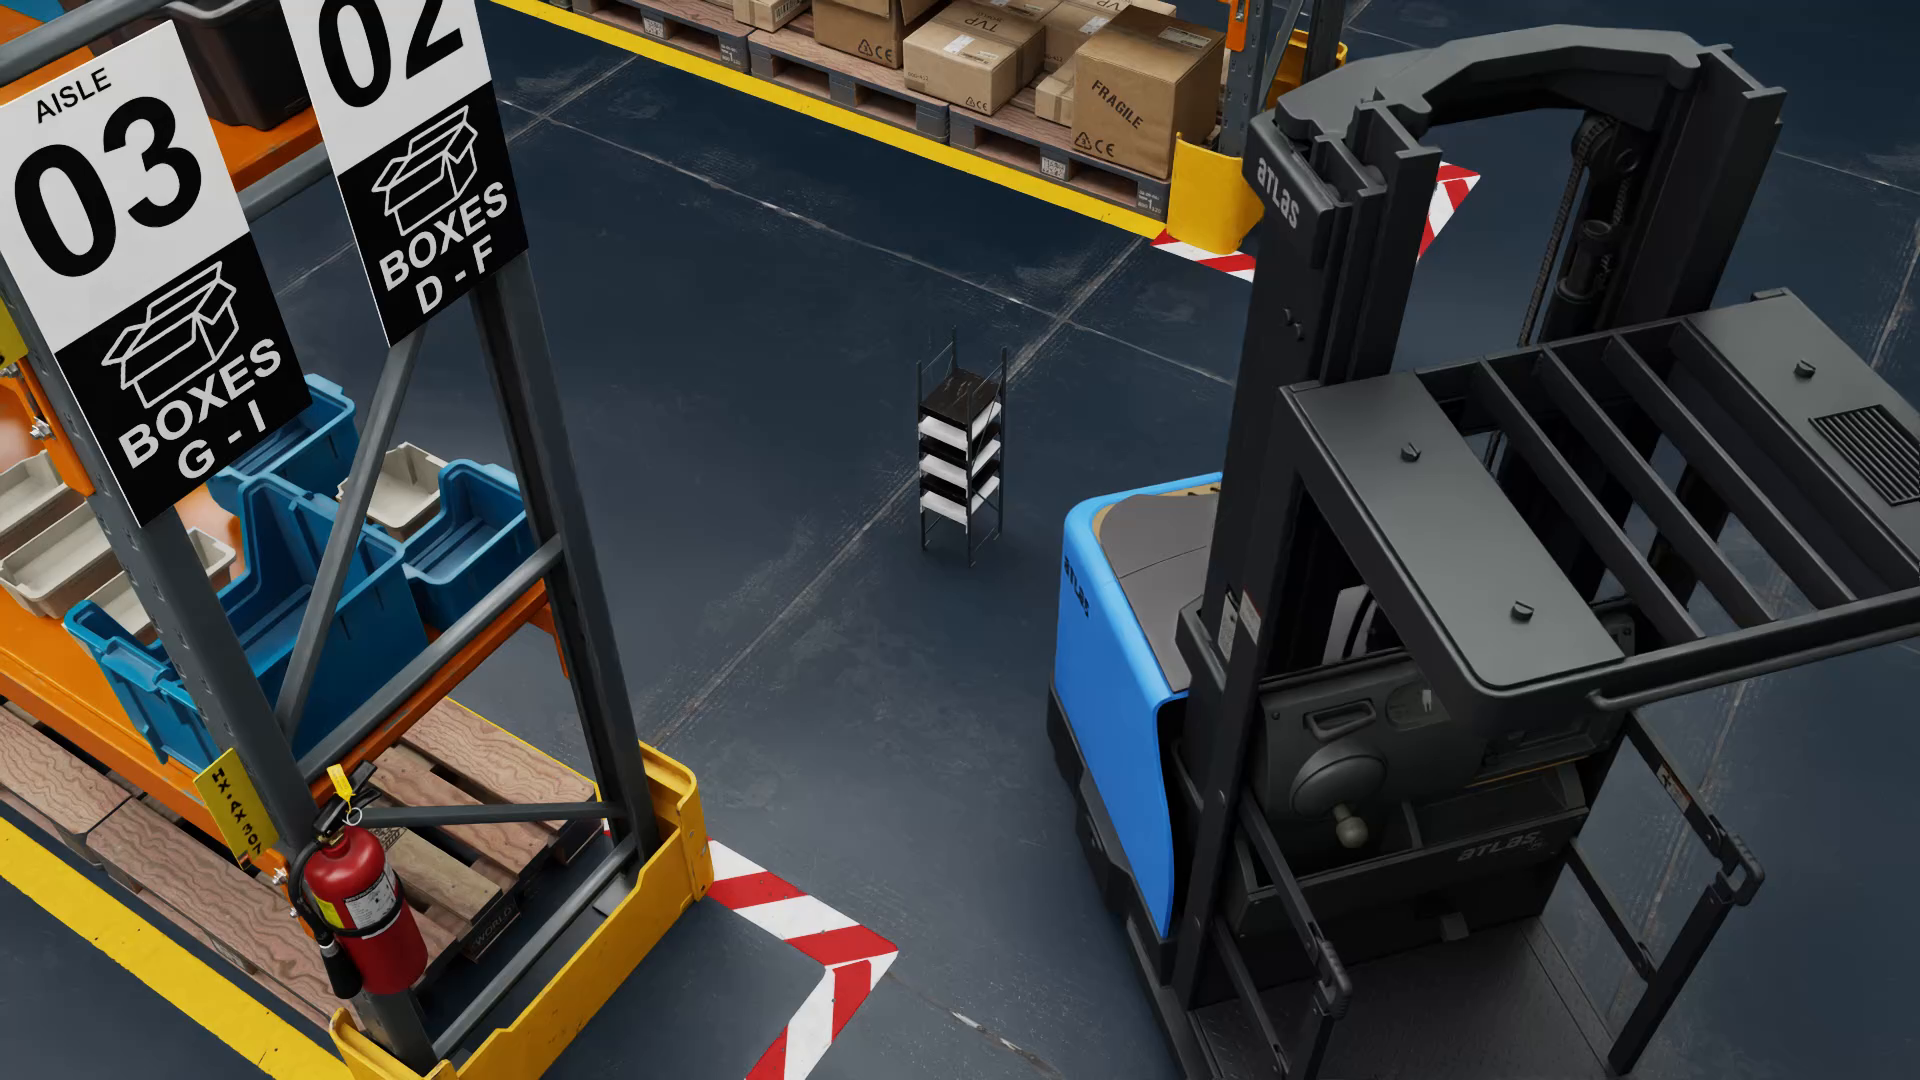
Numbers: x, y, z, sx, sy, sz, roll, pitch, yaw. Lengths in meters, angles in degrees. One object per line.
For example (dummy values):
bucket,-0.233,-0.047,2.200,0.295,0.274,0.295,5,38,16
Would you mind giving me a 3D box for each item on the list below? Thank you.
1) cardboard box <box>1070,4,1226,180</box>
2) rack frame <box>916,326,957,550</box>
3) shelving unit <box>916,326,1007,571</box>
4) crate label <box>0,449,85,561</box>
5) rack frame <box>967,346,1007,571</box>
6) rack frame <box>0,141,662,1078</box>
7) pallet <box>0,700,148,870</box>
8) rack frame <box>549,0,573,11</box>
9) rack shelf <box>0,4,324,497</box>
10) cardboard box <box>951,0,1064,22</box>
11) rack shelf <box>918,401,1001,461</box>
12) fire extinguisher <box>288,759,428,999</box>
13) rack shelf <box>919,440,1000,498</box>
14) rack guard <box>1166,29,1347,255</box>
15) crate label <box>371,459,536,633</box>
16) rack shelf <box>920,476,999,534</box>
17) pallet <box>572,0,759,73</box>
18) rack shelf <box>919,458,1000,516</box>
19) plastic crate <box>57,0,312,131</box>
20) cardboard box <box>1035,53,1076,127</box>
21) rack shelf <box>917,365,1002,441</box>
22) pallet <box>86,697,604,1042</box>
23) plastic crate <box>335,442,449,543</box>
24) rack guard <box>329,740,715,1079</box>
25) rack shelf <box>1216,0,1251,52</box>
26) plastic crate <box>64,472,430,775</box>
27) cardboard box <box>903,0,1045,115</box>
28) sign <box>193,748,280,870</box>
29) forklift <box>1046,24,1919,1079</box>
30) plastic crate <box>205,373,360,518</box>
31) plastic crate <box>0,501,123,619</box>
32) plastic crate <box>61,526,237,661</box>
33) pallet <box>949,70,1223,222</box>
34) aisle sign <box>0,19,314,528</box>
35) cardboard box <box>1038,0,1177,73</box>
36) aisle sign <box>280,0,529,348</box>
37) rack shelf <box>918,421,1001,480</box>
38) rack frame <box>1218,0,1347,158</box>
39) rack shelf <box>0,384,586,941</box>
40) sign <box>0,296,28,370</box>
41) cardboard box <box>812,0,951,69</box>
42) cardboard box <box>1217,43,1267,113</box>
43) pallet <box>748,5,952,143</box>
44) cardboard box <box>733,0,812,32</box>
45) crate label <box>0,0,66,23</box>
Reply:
cardboard box,0.854,-2.046,7.583,0.500,0.500,0.500,25,51,22
rack frame,-0.079,-0.350,5.962,0.006,0.900,0.240,25,51,22
shelving unit,0.007,-0.310,5.924,0.210,0.900,0.258,25,51,22
crate label,-2.501,-0.063,4.361,0.243,0.136,0.396,25,51,22
rack frame,0.092,-0.271,5.886,0.006,0.900,0.240,25,51,22
rack frame,-1.233,0.287,3.880,0.127,3.000,1.000,25,51,22
pallet,-2.929,0.443,5.672,1.213,0.211,1.003,25,51,22
rack frame,-1.923,-4.251,8.289,0.127,3.000,1.000,25,51,22
rack shelf,-2.917,-1.282,3.815,4.000,0.370,1.077,25,51,22
cardboard box,0.298,-2.666,8.360,0.500,0.250,0.500,25,51,22
rack shelf,0.007,-0.413,5.819,0.200,0.077,0.258,25,51,22
fire extinguisher,-1.351,0.776,3.718,0.183,0.674,0.296,25,51,22
rack shelf,0.007,-0.287,5.948,0.200,0.077,0.258,25,51,22
rack guard,1.380,-1.860,7.709,0.348,0.500,1.175,25,51,22
crate label,-1.263,0.030,4.204,0.303,0.233,0.416,25,51,22
rack shelf,0.007,-0.162,6.077,0.200,0.077,0.258,25,51,22
pallet,-1.345,-3.012,9.030,1.213,0.211,1.003,25,51,22
rack shelf,0.007,-0.225,6.013,0.200,0.077,0.258,25,51,22
plastic crate,-1.407,-1.030,3.159,0.590,0.269,0.497,25,51,22
cardboard box,0.561,-2.141,7.908,0.250,0.166,0.380,25,51,22
rack shelf,0.007,-0.475,5.754,0.200,0.077,0.258,25,51,22
pallet,-1.906,0.916,5.213,1.213,0.211,1.003,25,51,22
plastic crate,-1.488,-0.111,4.408,0.298,0.136,0.250,25,51,22
rack guard,-1.206,1.159,4.775,0.348,0.500,1.175,25,51,22
rack shelf,-0.239,-3.226,7.795,4.000,0.370,1.077,25,51,22
plastic crate,-1.616,0.237,3.862,0.499,0.435,0.616,25,51,22
cardboard box,0.070,-2.345,8.048,0.500,0.250,0.500,25,51,22
sign,-1.516,0.568,3.493,0.005,0.325,0.100,25,51,22
forklift,1.190,0.536,3.685,1.130,2.935,3.031,-12,47,-11
plastic crate,-1.817,-0.225,4.452,0.300,0.233,0.416,25,51,22
plastic crate,-2.253,0.030,4.271,0.243,0.136,0.396,25,51,22
plastic crate,-2.017,0.151,4.153,0.243,0.136,0.396,25,51,22
pallet,0.709,-2.068,8.112,1.213,0.211,1.003,25,51,22
aisle sign,-1.331,-0.415,2.749,0.004,0.787,0.394,25,51,22
cardboard box,0.719,-2.473,8.172,0.500,0.250,0.500,25,51,22
aisle sign,-1.012,-0.771,3.095,0.004,0.787,0.394,25,51,22
rack shelf,0.007,-0.350,5.884,0.200,0.077,0.258,25,51,22
rack frame,1.444,-2.702,6.784,0.127,3.000,1.000,25,51,22
rack shelf,-2.917,-0.237,4.890,4.000,0.370,1.077,25,51,22
sign,-1.516,-0.384,2.513,0.005,0.325,0.100,25,51,22
cardboard box,-0.339,-2.810,8.323,0.637,0.503,0.797,25,51,22
cardboard box,1.277,-2.231,8.008,0.250,0.149,0.380,25,51,22
pallet,-0.314,-2.541,8.572,1.213,0.211,1.003,25,51,22
cardboard box,-0.953,-2.795,8.543,0.250,0.166,0.380,25,51,22
crate label,-1.835,-1.259,3.394,0.502,0.251,0.408,25,51,22
